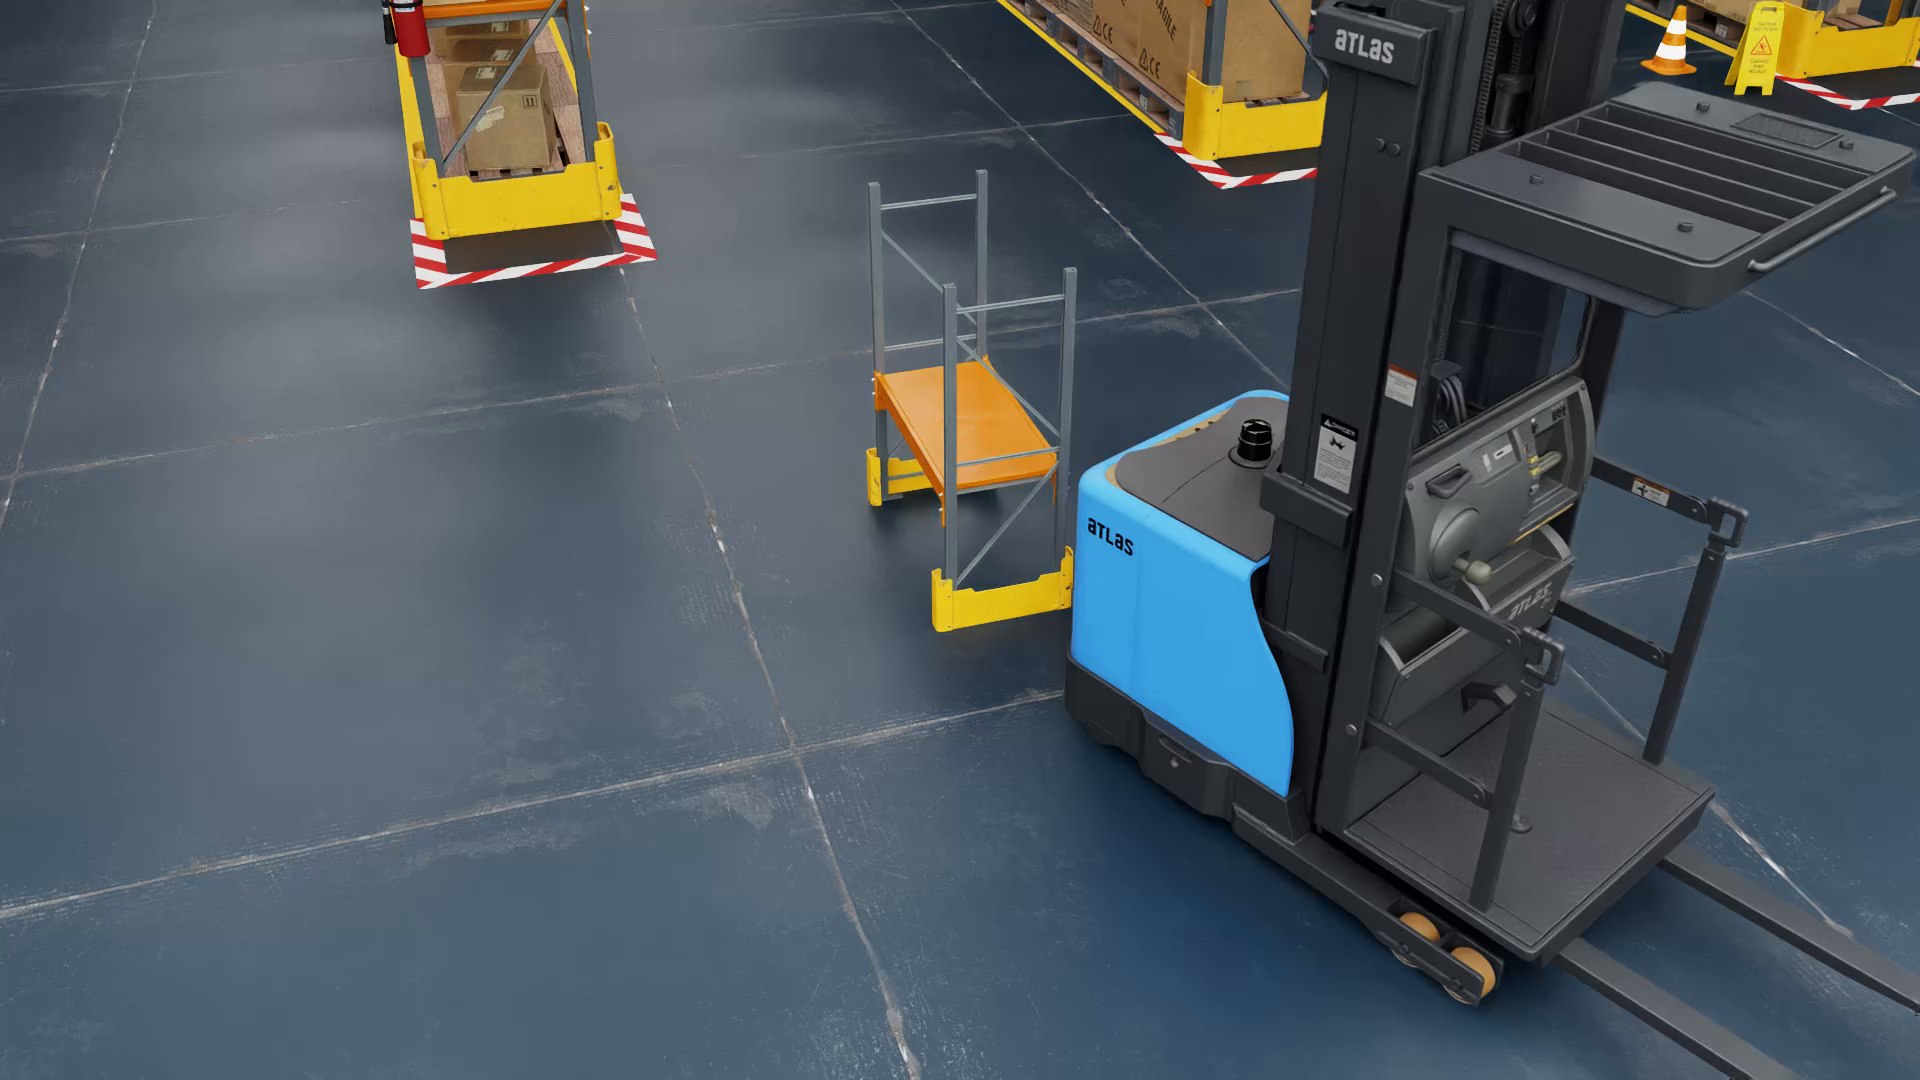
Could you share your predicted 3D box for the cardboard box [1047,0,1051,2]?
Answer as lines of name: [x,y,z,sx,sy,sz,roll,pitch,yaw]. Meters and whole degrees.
cardboard box: [0.998,-5.017,13.668,0.875,0.875,0.875,-9,35,-14]

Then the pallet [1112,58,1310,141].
pallet: [1.775,-3.214,11.922,1.003,0.211,1.213,-10,35,-15]

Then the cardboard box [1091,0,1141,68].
cardboard box: [1.553,-4.066,12.228,0.875,0.875,0.875,-11,35,-15]

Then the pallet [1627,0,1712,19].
pallet: [6.171,-4.804,14.329,1.003,0.211,1.213,-10,35,-15]

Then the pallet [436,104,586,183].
pallet: [-2.898,-2.498,10.839,1.003,0.211,1.213,-10,35,-15]

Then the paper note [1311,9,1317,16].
paper note: [3.030,-4.423,13.923,0.172,0.023,0.155,1,33,2]

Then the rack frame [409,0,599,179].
rack frame: [-2.661,-3.189,9.356,1.000,3.000,0.127,-10,35,-15]

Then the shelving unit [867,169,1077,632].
shelving unit: [0.023,-0.586,6.776,0.587,1.500,1.083,-10,35,-15]

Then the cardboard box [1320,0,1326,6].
cardboard box: [3.152,-4.337,13.573,0.396,0.266,0.258,-4,34,-6]

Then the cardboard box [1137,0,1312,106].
cardboard box: [1.824,-3.604,11.530,0.875,0.875,0.875,-10,35,-14]

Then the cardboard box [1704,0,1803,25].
cardboard box: [6.267,-4.276,13.113,0.500,0.250,0.500,-10,35,-15]

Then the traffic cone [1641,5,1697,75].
traffic cone: [5.417,-3.806,12.591,0.336,0.463,0.334,-10,35,-15]

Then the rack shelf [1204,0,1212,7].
rack shelf: [1.483,-4.720,12.325,1.077,0.370,4.000,-10,35,-15]

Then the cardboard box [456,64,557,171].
cardboard box: [-2.836,-2.652,10.430,0.500,0.500,0.500,-4,34,-6]

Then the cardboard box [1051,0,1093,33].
cardboard box: [1.277,-4.545,12.953,0.875,0.875,0.875,-10,35,-14]

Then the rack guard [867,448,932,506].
rack guard: [-0.129,-0.326,7.516,0.587,0.250,0.087,-10,35,-15]

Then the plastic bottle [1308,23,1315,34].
plastic bottle: [2.778,-4.139,13.458,0.283,0.061,0.133,-23,40,-31]

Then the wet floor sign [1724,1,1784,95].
wet floor sign: [5.816,-3.594,12.104,0.267,0.644,0.232,1,33,2]

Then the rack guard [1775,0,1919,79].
rack guard: [6.753,-3.853,12.627,1.175,0.500,0.348,-10,35,-15]

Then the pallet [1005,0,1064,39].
pallet: [1.031,-4.495,13.861,1.003,0.211,1.213,-10,35,-15]

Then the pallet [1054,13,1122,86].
pallet: [1.406,-3.853,12.890,1.003,0.211,1.213,-10,35,-15]

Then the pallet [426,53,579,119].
pallet: [-3.267,-3.138,11.807,1.003,0.211,1.213,-10,35,-15]

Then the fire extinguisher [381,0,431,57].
fire extinguisher: [-3.065,-3.020,9.169,0.296,0.674,0.183,-10,35,-15]

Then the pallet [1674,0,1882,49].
pallet: [6.539,-4.165,13.361,1.003,0.211,1.213,-10,35,-15]

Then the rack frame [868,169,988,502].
rack frame: [-0.129,-0.848,7.173,0.500,1.500,0.032,-10,35,-15]

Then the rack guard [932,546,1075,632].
rack guard: [0.175,0.197,6.725,0.587,0.250,0.087,-10,35,-15]

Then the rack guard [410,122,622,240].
rack guard: [-2.684,-2.186,10.105,1.175,0.500,0.348,-10,35,-15]

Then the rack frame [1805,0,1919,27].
rack frame: [6.777,-4.856,11.878,1.000,3.000,0.127,-10,35,-15]

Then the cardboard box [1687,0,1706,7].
cardboard box: [6.123,-4.536,13.507,0.500,0.250,0.500,-10,35,-15]

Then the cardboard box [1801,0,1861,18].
cardboard box: [6.794,-4.354,13.231,0.500,0.250,0.500,-10,35,-15]

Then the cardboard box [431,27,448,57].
cardboard box: [-3.615,-3.906,12.326,0.500,0.500,0.500,0,33,1]

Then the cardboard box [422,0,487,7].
cardboard box: [-2.945,-3.200,9.599,0.380,0.149,0.250,-10,35,-15]

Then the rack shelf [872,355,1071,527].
rack shelf: [0.026,-0.431,6.868,0.538,0.185,1.000,-10,35,-15]

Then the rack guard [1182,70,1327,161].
rack guard: [2.101,-2.915,11.208,1.175,0.500,0.348,-10,35,-15]

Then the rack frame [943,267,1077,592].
rack frame: [0.181,-0.314,6.365,0.500,1.500,0.032,-10,35,-15]

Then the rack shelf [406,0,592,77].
rack shelf: [-3.271,-3.939,11.143,1.077,0.370,4.000,-10,35,-15]

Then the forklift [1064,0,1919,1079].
forklift: [1.740,-0.123,4.778,1.130,2.935,3.031,-26,41,-34]

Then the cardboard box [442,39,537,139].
cardboard box: [-3.051,-2.960,10.896,0.500,0.500,0.500,-1,33,-2]

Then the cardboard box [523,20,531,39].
cardboard box: [-3.351,-3.593,11.853,0.500,0.500,0.500,-13,36,-19]

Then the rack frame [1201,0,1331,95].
rack frame: [2.093,-3.970,10.538,1.000,3.000,0.127,-10,35,-15]

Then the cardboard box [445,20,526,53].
cardboard box: [-3.223,-3.292,11.398,0.500,0.500,0.500,-7,34,-10]

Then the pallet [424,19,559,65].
pallet: [-3.643,-3.779,12.778,1.003,0.211,1.213,-10,35,-15]
